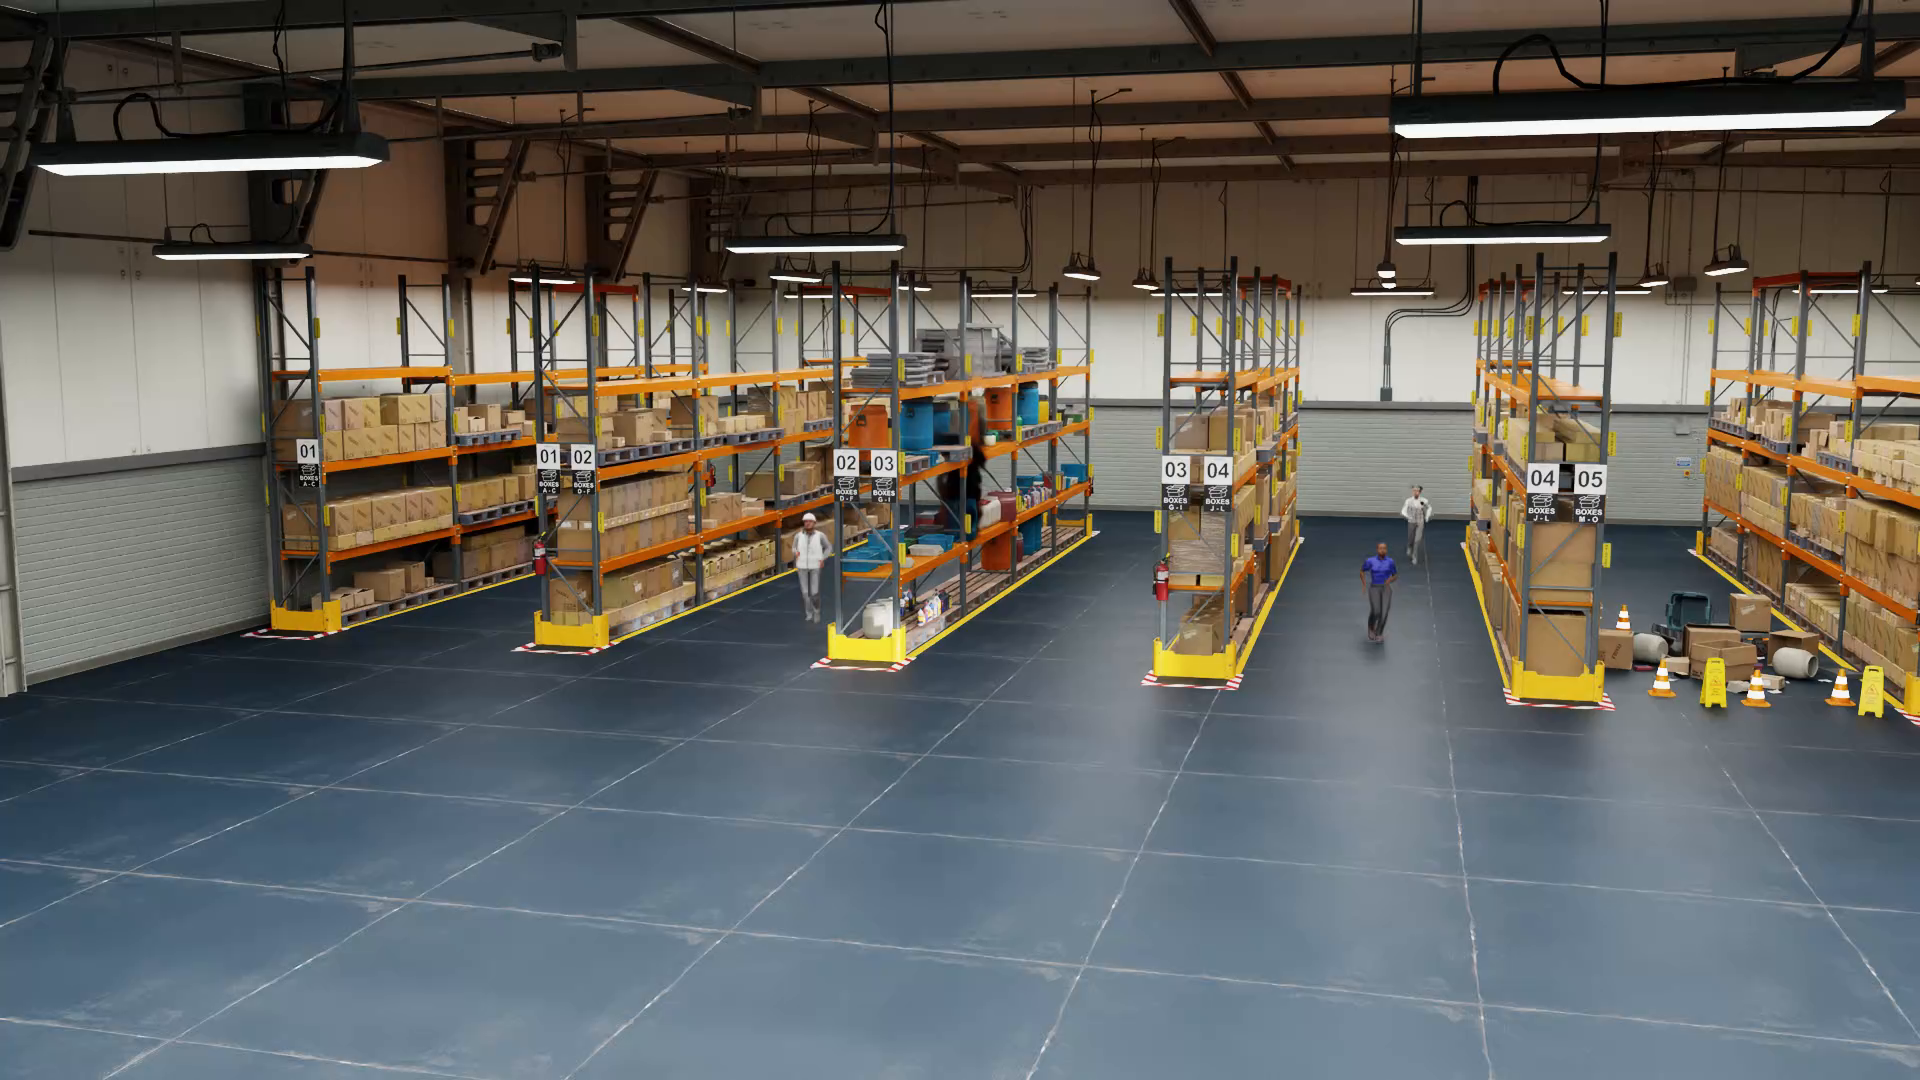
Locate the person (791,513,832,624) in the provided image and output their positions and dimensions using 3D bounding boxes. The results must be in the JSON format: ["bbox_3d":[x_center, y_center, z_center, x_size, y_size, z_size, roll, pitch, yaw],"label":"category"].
[{"bbox_3d":[-2.416,0.475,26.761,0.647,1.803,0.605,1,7,6],"label":"person"}]

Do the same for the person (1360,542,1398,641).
[{"bbox_3d":[6.687,0.842,26.486,0.564,1.602,0.610,0,7,3],"label":"person"}]

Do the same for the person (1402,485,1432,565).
[{"bbox_3d":[9.819,-0.355,35.763,0.625,1.702,0.858,2,8,18],"label":"person"}]
